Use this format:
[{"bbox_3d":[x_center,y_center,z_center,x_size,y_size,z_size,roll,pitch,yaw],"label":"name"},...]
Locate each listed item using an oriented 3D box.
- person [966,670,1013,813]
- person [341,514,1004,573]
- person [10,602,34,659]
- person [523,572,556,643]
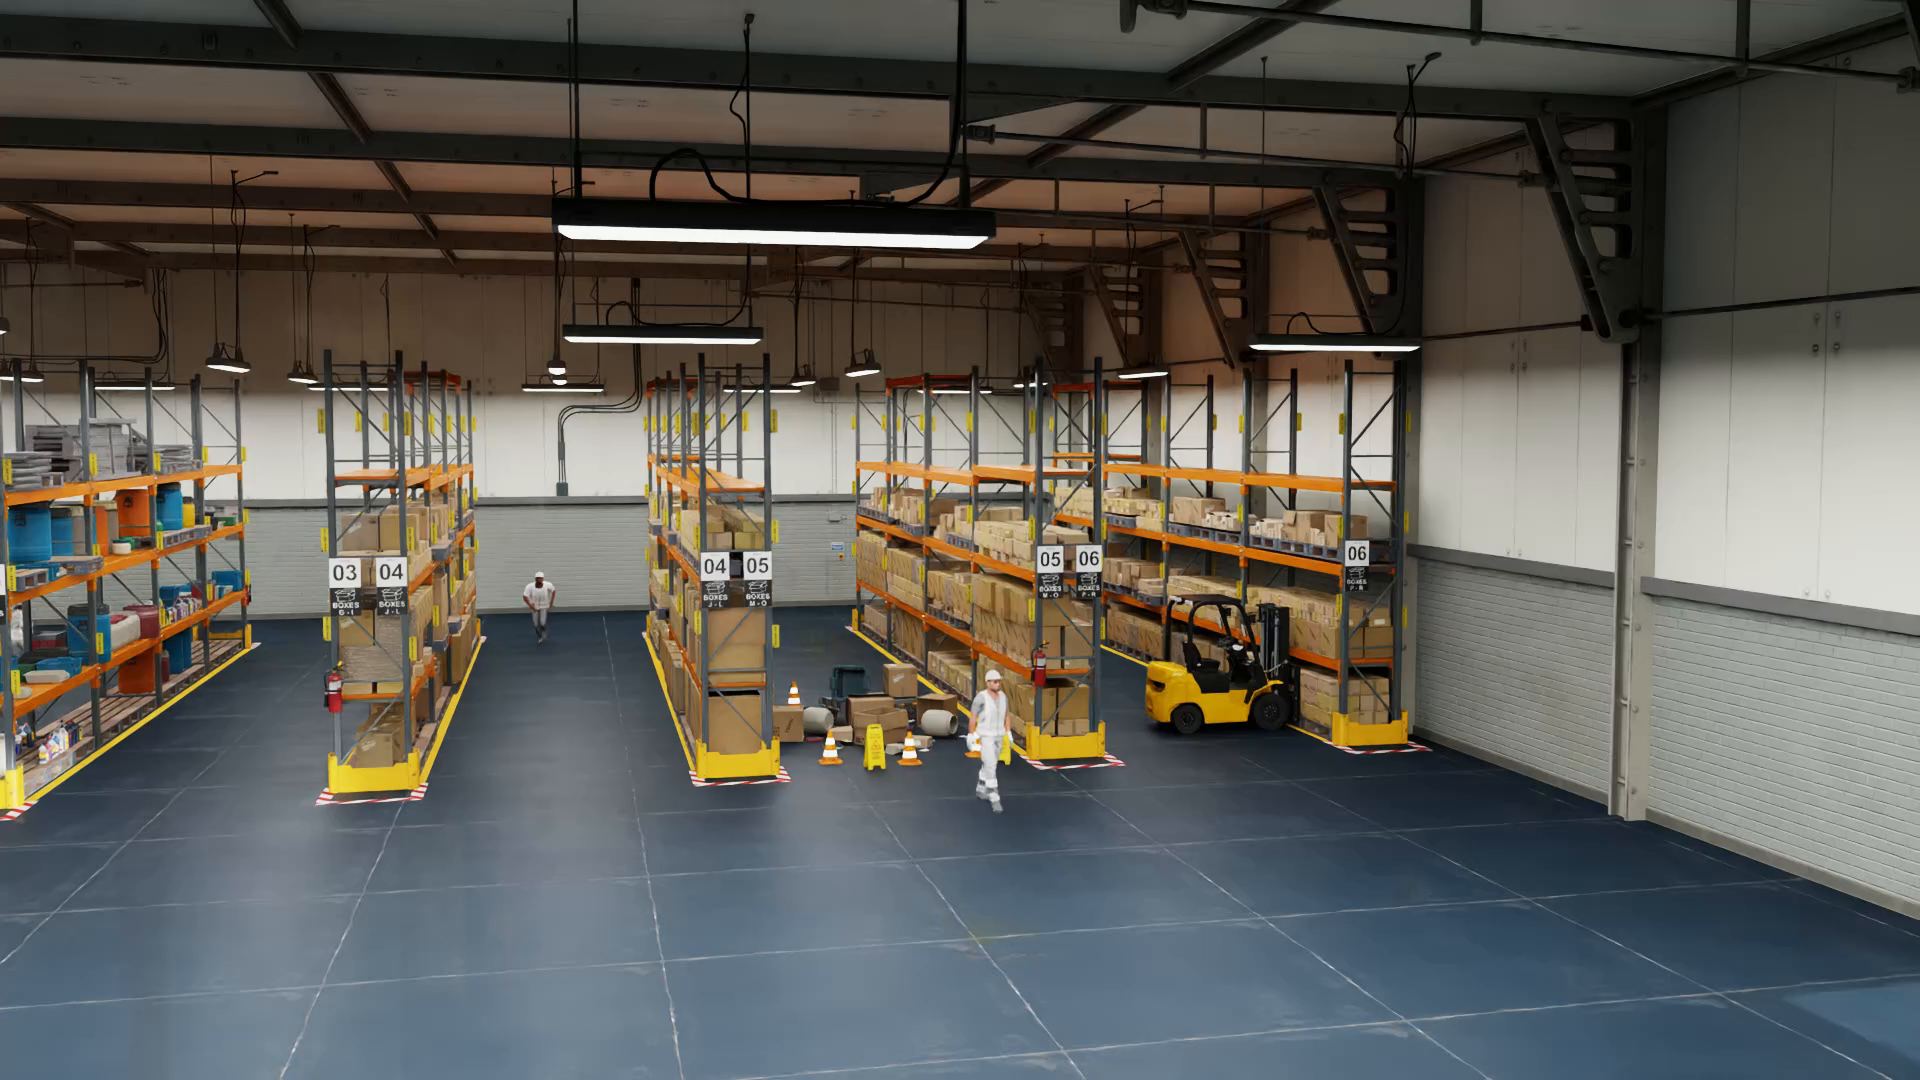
[{"bbox_3d":[0.430,2.602,21.840,0.579,1.794,0.831,-3,5,-40],"label":"person"},{"bbox_3d":[-3.746,0.998,31.009,1.714,3.691,17.570,3,5,39],"label":"person"},{"bbox_3d":[-17.972,1.914,31.846,0.502,1.569,0.468,0,4,6],"label":"person"},{"bbox_3d":[-9.574,1.537,37.870,0.682,1.665,0.688,0,4,-5],"label":"person"}]
